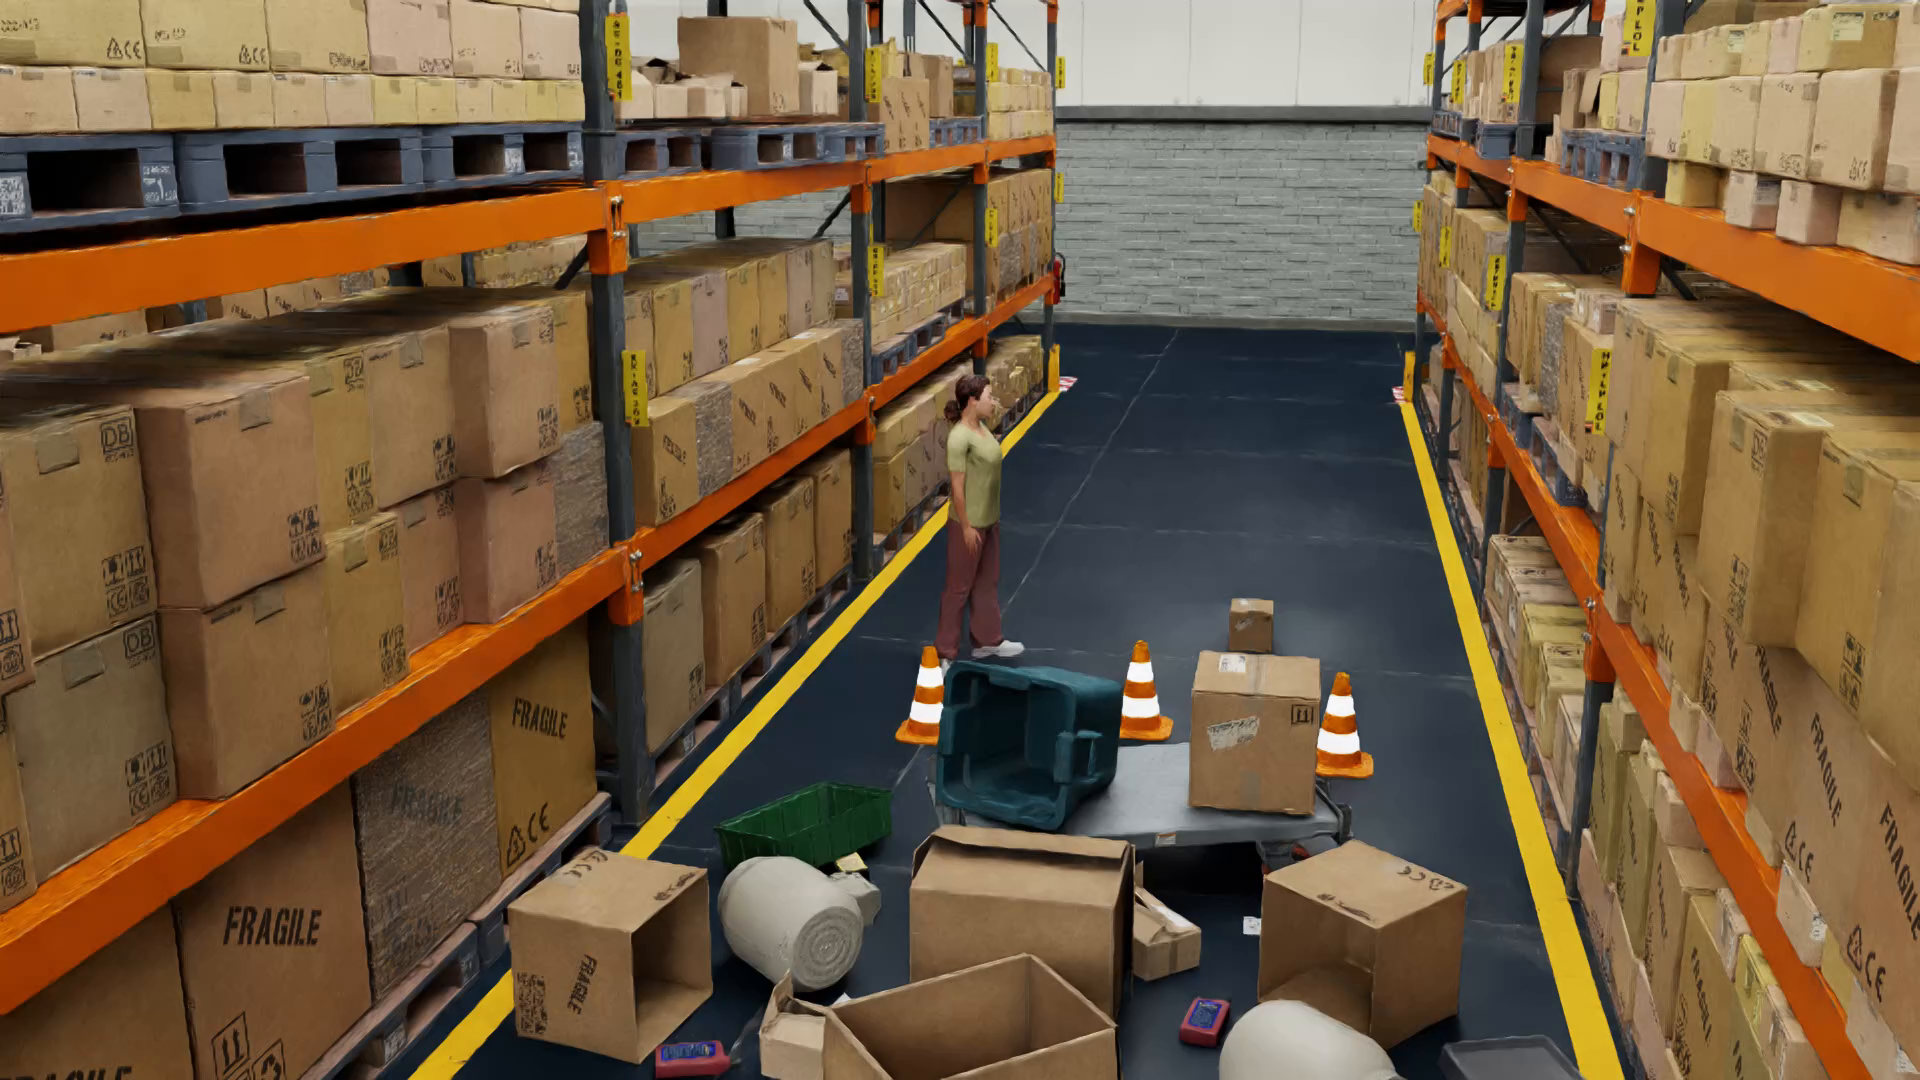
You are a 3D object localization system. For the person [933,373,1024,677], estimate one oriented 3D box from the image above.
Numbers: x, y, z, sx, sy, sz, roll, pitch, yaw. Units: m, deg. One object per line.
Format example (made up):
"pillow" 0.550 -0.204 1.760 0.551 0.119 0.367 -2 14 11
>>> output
"person" 0.079 -0.095 9.284 0.412 1.669 0.594 6 16 23
